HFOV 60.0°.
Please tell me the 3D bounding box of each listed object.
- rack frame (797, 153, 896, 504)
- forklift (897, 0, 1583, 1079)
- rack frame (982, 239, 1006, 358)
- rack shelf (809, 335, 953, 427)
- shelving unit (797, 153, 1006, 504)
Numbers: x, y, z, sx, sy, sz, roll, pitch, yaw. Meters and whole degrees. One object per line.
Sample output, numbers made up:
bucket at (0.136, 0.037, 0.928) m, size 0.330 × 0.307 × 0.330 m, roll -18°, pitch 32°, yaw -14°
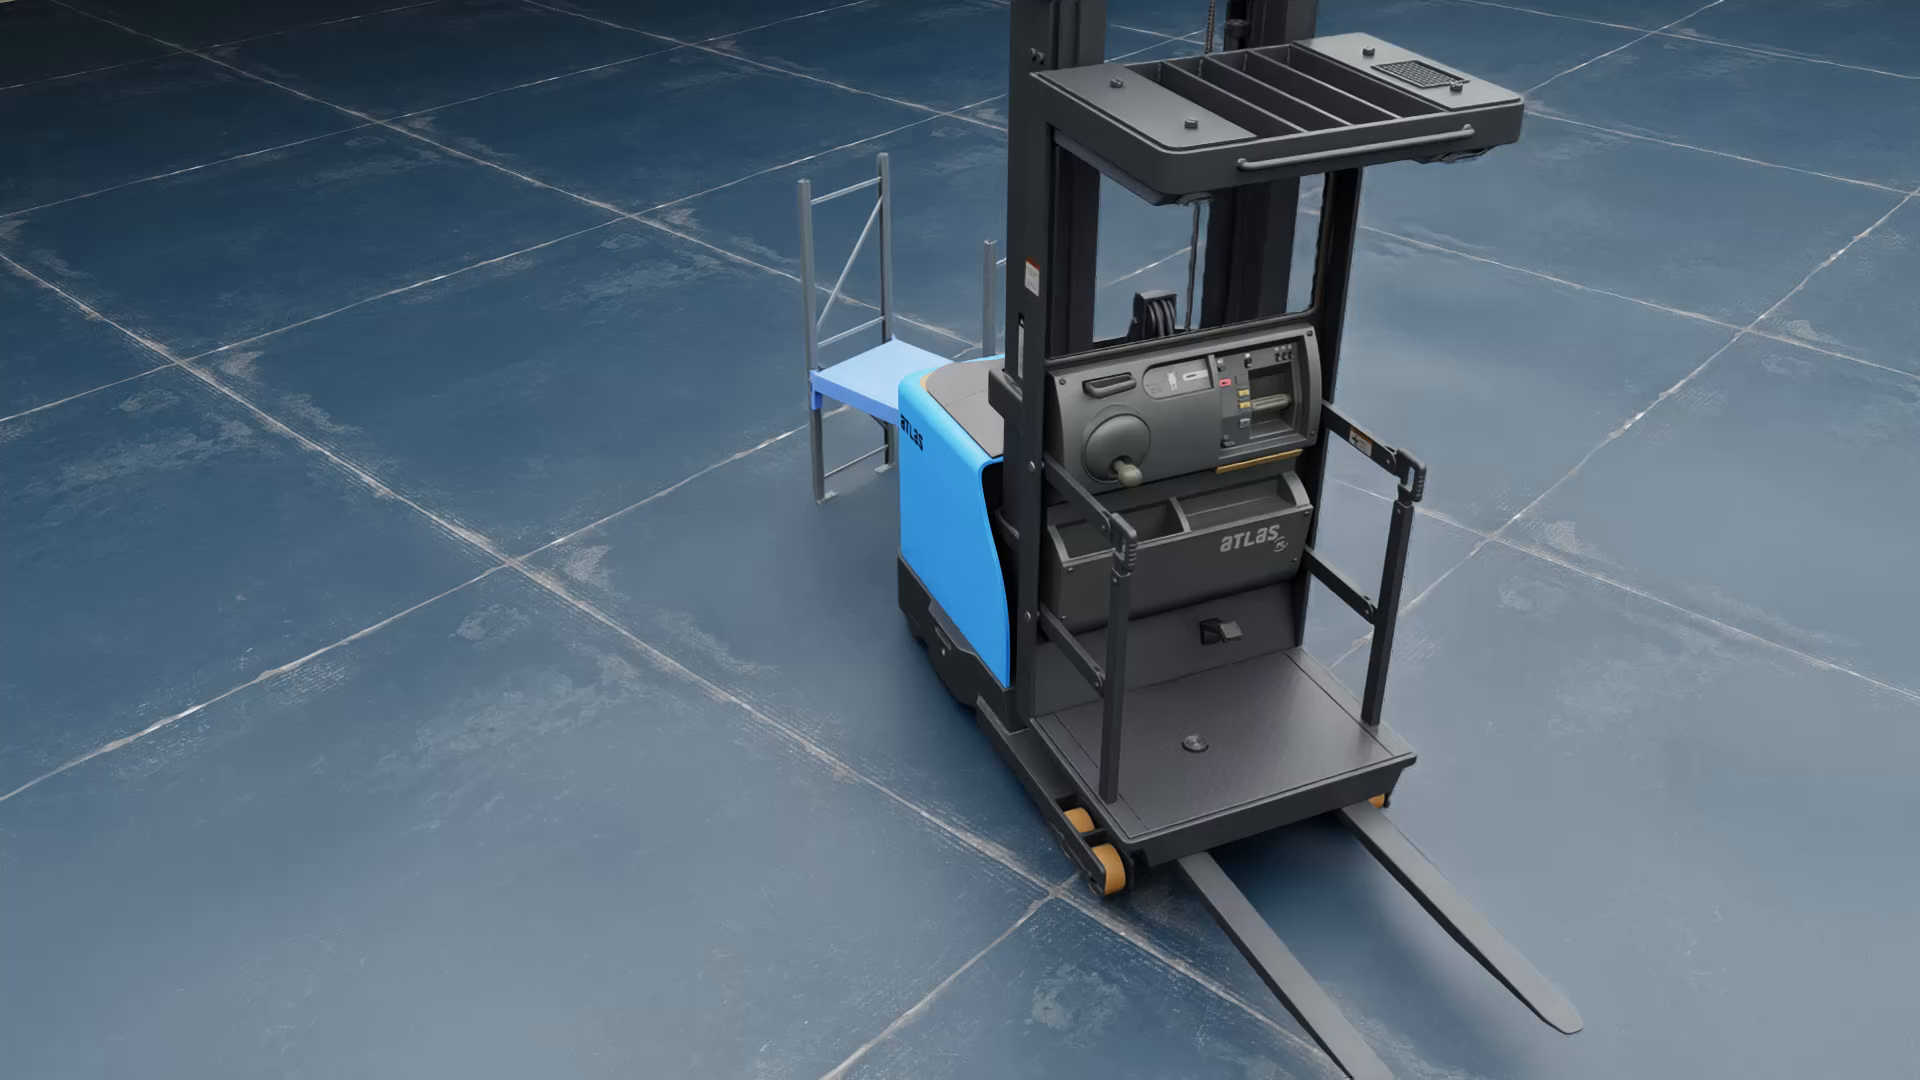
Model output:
rack frame at (-0.483, -0.908, 7.304) m, size 0.032 × 1.500 × 0.500 m, roll 25°, pitch 39°, yaw 35°
forklift at (0.807, -0.365, 5.015) m, size 1.130 × 2.935 × 3.031 m, roll -13°, pitch 33°, yaw -20°
rack frame at (0.266, -0.553, 6.715) m, size 0.032 × 1.500 × 0.500 m, roll 25°, pitch 39°, yaw 35°
rack shelf at (-0.109, -0.577, 7.102) m, size 1.000 × 0.185 × 0.538 m, roll 25°, pitch 39°, yaw 35°
shelving unit at (-0.109, -0.731, 7.010) m, size 1.048 × 1.500 × 0.538 m, roll 25°, pitch 39°, yaw 35°
